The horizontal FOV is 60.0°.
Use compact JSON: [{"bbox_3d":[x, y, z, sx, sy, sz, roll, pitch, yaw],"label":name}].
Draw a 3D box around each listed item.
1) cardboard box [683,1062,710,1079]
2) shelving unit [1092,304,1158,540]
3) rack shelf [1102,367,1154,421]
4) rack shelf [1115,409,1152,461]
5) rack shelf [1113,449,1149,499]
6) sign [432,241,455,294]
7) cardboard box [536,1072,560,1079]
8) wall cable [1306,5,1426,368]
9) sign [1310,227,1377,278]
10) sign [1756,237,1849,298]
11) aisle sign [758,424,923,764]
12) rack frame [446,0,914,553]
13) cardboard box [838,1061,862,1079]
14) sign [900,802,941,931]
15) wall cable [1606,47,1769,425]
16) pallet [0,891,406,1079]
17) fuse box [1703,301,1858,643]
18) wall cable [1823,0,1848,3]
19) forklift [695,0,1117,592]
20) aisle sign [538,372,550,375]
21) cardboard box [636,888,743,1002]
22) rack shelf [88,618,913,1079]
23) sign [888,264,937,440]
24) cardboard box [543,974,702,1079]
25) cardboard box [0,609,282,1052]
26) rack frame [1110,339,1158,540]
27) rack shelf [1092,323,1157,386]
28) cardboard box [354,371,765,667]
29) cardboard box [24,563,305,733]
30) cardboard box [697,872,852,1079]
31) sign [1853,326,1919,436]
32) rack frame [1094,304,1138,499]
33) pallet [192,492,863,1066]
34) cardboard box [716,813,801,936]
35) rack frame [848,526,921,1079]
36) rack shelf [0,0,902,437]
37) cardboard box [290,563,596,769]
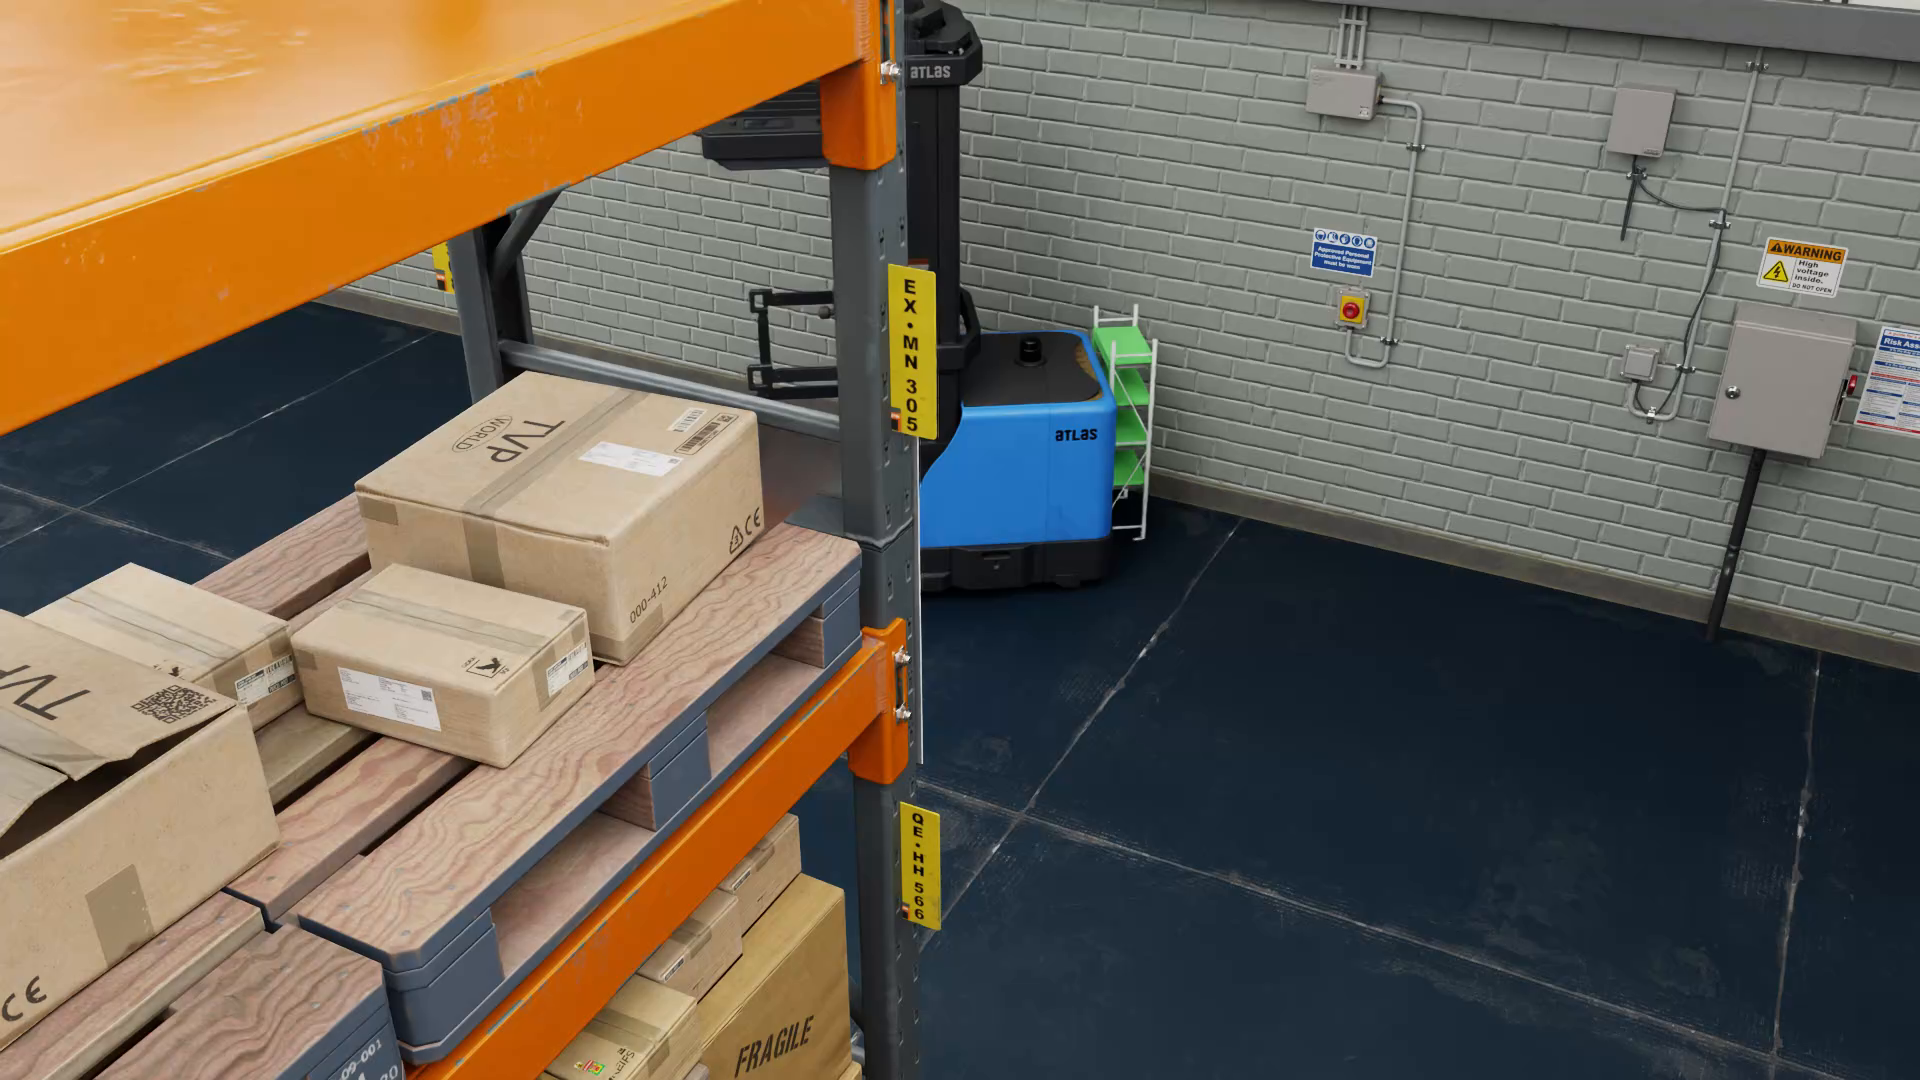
[{"bbox_3d":[-0.785,1.214,3.020,0.500,0.500,0.500,14,33,23],"label":"cardboard box"},{"bbox_3d":[0.881,-0.640,9.159,0.258,1.200,0.503,-3,30,-6],"label":"shelving unit"},{"bbox_3d":[0.881,-0.792,9.071,0.258,0.148,0.480,-3,30,-6],"label":"rack shelf"},{"bbox_3d":[0.881,-0.584,9.191,0.258,0.148,0.480,-3,30,-6],"label":"rack shelf"},{"bbox_3d":[0.881,-0.376,9.311,0.258,0.148,0.480,-3,30,-6],"label":"rack shelf"},{"bbox_3d":[-1.056,-0.658,3.415,0.100,0.325,0.005,14,33,23],"label":"sign"},{"bbox_3d":[-0.838,0.985,2.768,0.380,0.149,0.250,15,33,24],"label":"cardboard box"},{"bbox_3d":[1.983,-1.775,8.277,0.585,1.953,0.123,14,33,23],"label":"wall cable"},{"bbox_3d":[1.968,-1.476,8.536,0.327,0.218,0.001,14,33,23],"label":"sign"},{"bbox_3d":[3.832,-1.242,7.571,0.339,0.242,0.001,14,33,23],"label":"sign"},{"bbox_3d":[-0.256,0.096,3.461,0.394,0.787,0.004,14,33,23],"label":"aisle sign"},{"bbox_3d":[-0.565,-1.417,2.681,1.000,3.000,0.127,14,33,23],"label":"rack frame"},{"bbox_3d":[-0.549,1.415,3.673,0.500,0.500,0.500,14,33,24],"label":"cardboard box"},{"bbox_3d":[-0.088,0.709,3.603,0.100,0.325,0.005,14,33,23],"label":"sign"},{"bbox_3d":[3.251,-1.445,7.733,0.588,1.984,0.122,14,33,23],"label":"wall cable"},{"bbox_3d":[-1.448,0.796,1.928,1.003,0.211,1.213,14,33,23],"label":"pallet"},{"bbox_3d":[3.787,-0.221,7.916,0.539,1.711,0.414,14,33,23],"label":"fuse box"},{"bbox_3d":[4.907,-3.198,5.746,2.988,3.039,0.133,14,33,23],"label":"wall cable"},{"bbox_3d":[-0.745,-1.190,8.379,3.031,2.935,1.130,-3,30,-5],"label":"forklift"},{"bbox_3d":[-0.790,-0.041,3.698,0.394,0.787,0.004,14,33,23],"label":"aisle sign"},{"bbox_3d":[-0.644,0.749,3.178,0.380,0.149,0.250,15,33,24],"label":"cardboard box"},{"bbox_3d":[-1.476,1.082,2.063,1.077,0.370,4.000,14,33,23],"label":"rack shelf"},{"bbox_3d":[-0.088,-0.337,3.002,0.100,0.325,0.005,14,33,23],"label":"sign"},{"bbox_3d":[-0.687,0.882,2.946,0.380,0.149,0.250,14,33,23],"label":"cardboard box"},{"bbox_3d":[-1.291,0.349,2.185,0.500,0.311,0.500,15,33,24],"label":"cardboard box"},{"bbox_3d":[0.909,-0.519,8.949,0.240,1.200,0.015,-3,30,-6],"label":"rack frame"},{"bbox_3d":[0.881,-1.001,8.952,0.258,0.148,0.480,-3,30,-6],"label":"rack shelf"},{"bbox_3d":[-0.690,-0.057,2.953,0.500,0.250,0.500,11,32,19],"label":"cardboard box"},{"bbox_3d":[-1.265,0.197,2.612,0.380,0.149,0.250,16,33,25],"label":"cardboard box"},{"bbox_3d":[-0.573,0.975,3.435,0.500,0.500,0.500,15,33,25],"label":"cardboard box"},{"bbox_3d":[4.321,-0.718,7.583,0.329,0.494,0.001,14,33,23],"label":"sign"},{"bbox_3d":[0.853,-0.760,9.369,0.240,1.200,0.015,-3,30,-6],"label":"rack frame"},{"bbox_3d":[-0.894,0.253,2.874,1.003,0.211,1.213,14,33,23],"label":"pallet"},{"bbox_3d":[-0.550,0.631,3.384,0.380,0.149,0.250,15,33,24],"label":"cardboard box"},{"bbox_3d":[-0.565,1.184,4.175,1.000,3.000,0.127,14,33,23],"label":"rack frame"},{"bbox_3d":[-1.476,-0.045,1.416,1.077,0.370,4.000,14,33,23],"label":"rack shelf"},{"bbox_3d":[-0.810,0.191,2.623,0.380,0.149,0.250,12,32,19],"label":"cardboard box"}]
